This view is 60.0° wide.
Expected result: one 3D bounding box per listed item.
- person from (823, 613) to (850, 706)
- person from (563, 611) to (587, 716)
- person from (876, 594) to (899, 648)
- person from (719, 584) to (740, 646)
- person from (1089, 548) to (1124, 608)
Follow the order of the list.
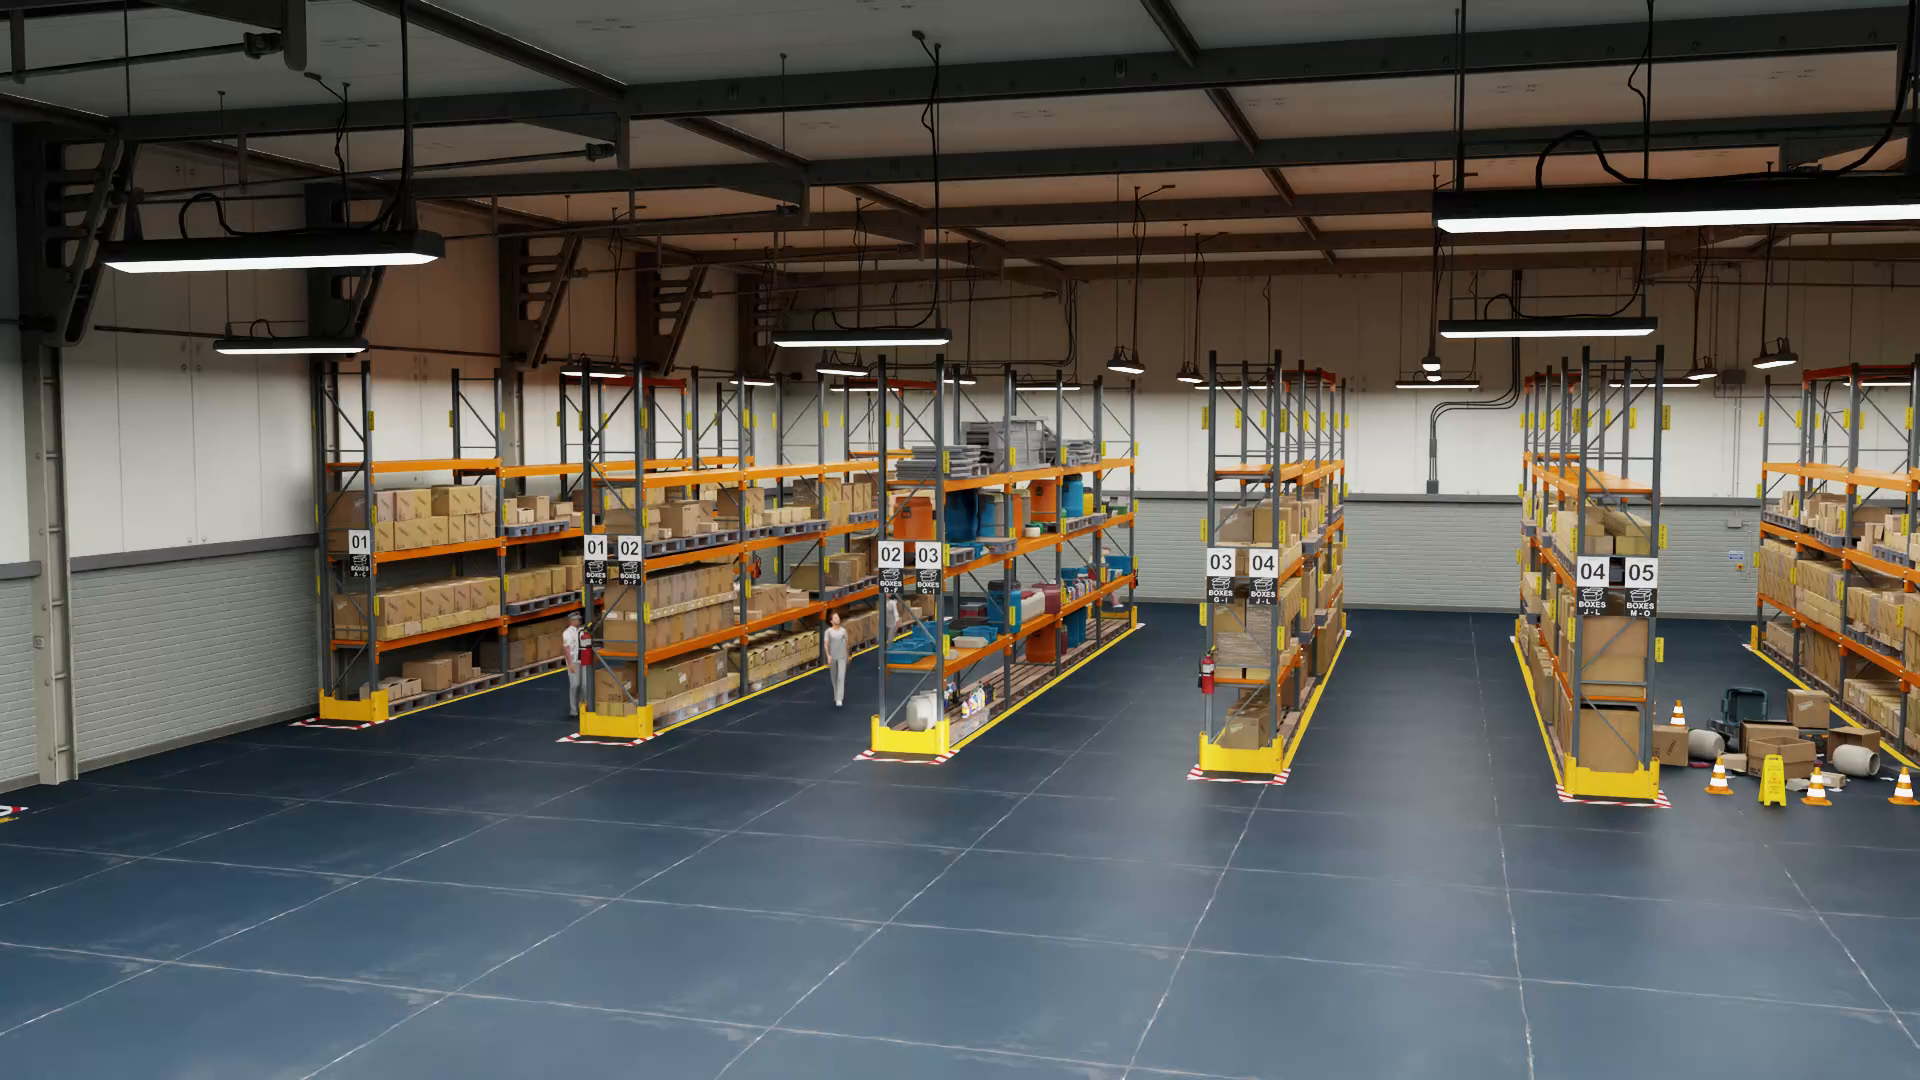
[{"bbox_3d":[-2.184,2.104,29.227,0.434,1.563,0.994,1,4,8],"label":"person"},{"bbox_3d":[-6.517,2.129,28.519,0.557,1.841,0.519,-4,6,-43],"label":"person"},{"bbox_3d":[-1.480,1.774,33.877,0.469,1.586,0.463,1,4,11],"label":"person"},{"bbox_3d":[-5.174,1.575,36.887,0.639,1.697,0.746,2,4,22],"label":"person"},{"bbox_3d":[3.911,1.015,44.533,1.010,1.621,0.538,3,5,32],"label":"person"}]
